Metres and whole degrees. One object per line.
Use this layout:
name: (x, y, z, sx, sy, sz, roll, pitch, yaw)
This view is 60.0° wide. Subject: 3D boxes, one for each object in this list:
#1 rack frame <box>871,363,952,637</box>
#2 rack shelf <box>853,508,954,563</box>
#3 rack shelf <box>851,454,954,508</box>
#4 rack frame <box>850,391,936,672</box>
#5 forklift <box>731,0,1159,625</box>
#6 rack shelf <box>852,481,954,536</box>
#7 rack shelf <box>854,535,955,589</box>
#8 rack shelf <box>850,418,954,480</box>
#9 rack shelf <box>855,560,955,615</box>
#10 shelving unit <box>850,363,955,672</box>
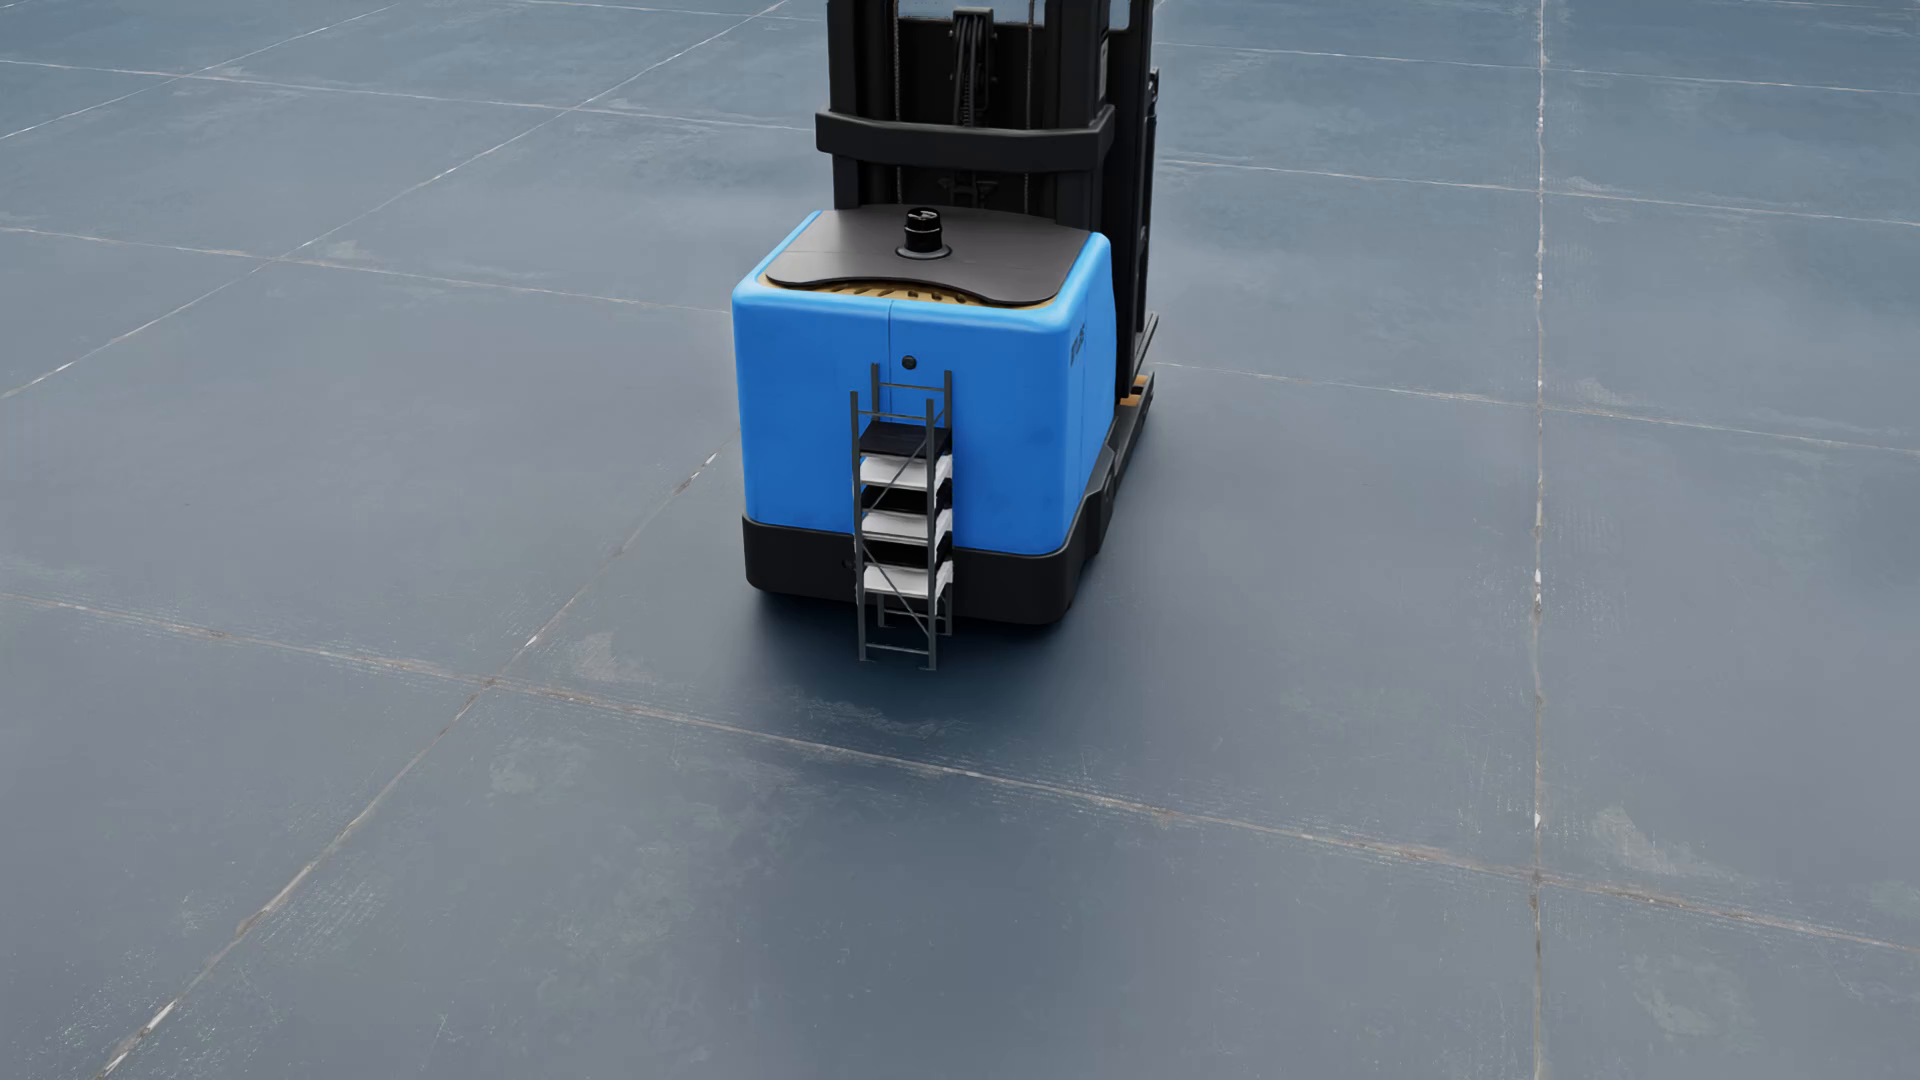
rack frame: (-0.141, -0.106, 5.014, 0.240, 0.900, 0.006, 7, 30, 12)
rack shelf: (-0.166, -0.028, 4.944, 0.258, 0.077, 0.200, 7, 30, 12)
rack shelf: (-0.166, -0.186, 4.857, 0.258, 0.077, 0.200, 7, 30, 12)
rack frame: (-0.190, -0.010, 4.842, 0.240, 0.900, 0.006, 7, 30, 12)
forklift: (0.156, -1.719, 5.826, 1.130, 2.935, 3.031, 7, 30, 12)
rack shelf: (-0.166, -0.107, 4.900, 0.258, 0.077, 0.200, 7, 30, 12)
rack shelf: (-0.166, 0.050, 4.988, 0.258, 0.077, 0.200, 7, 30, 12)
rack shelf: (-0.166, -0.264, 4.813, 0.258, 0.077, 0.200, 7, 30, 12)
rack shelf: (-0.166, 0.129, 5.032, 0.258, 0.077, 0.200, 7, 30, 12)
shelving unit: (-0.166, -0.058, 4.928, 0.258, 0.900, 0.210, 7, 30, 12)
